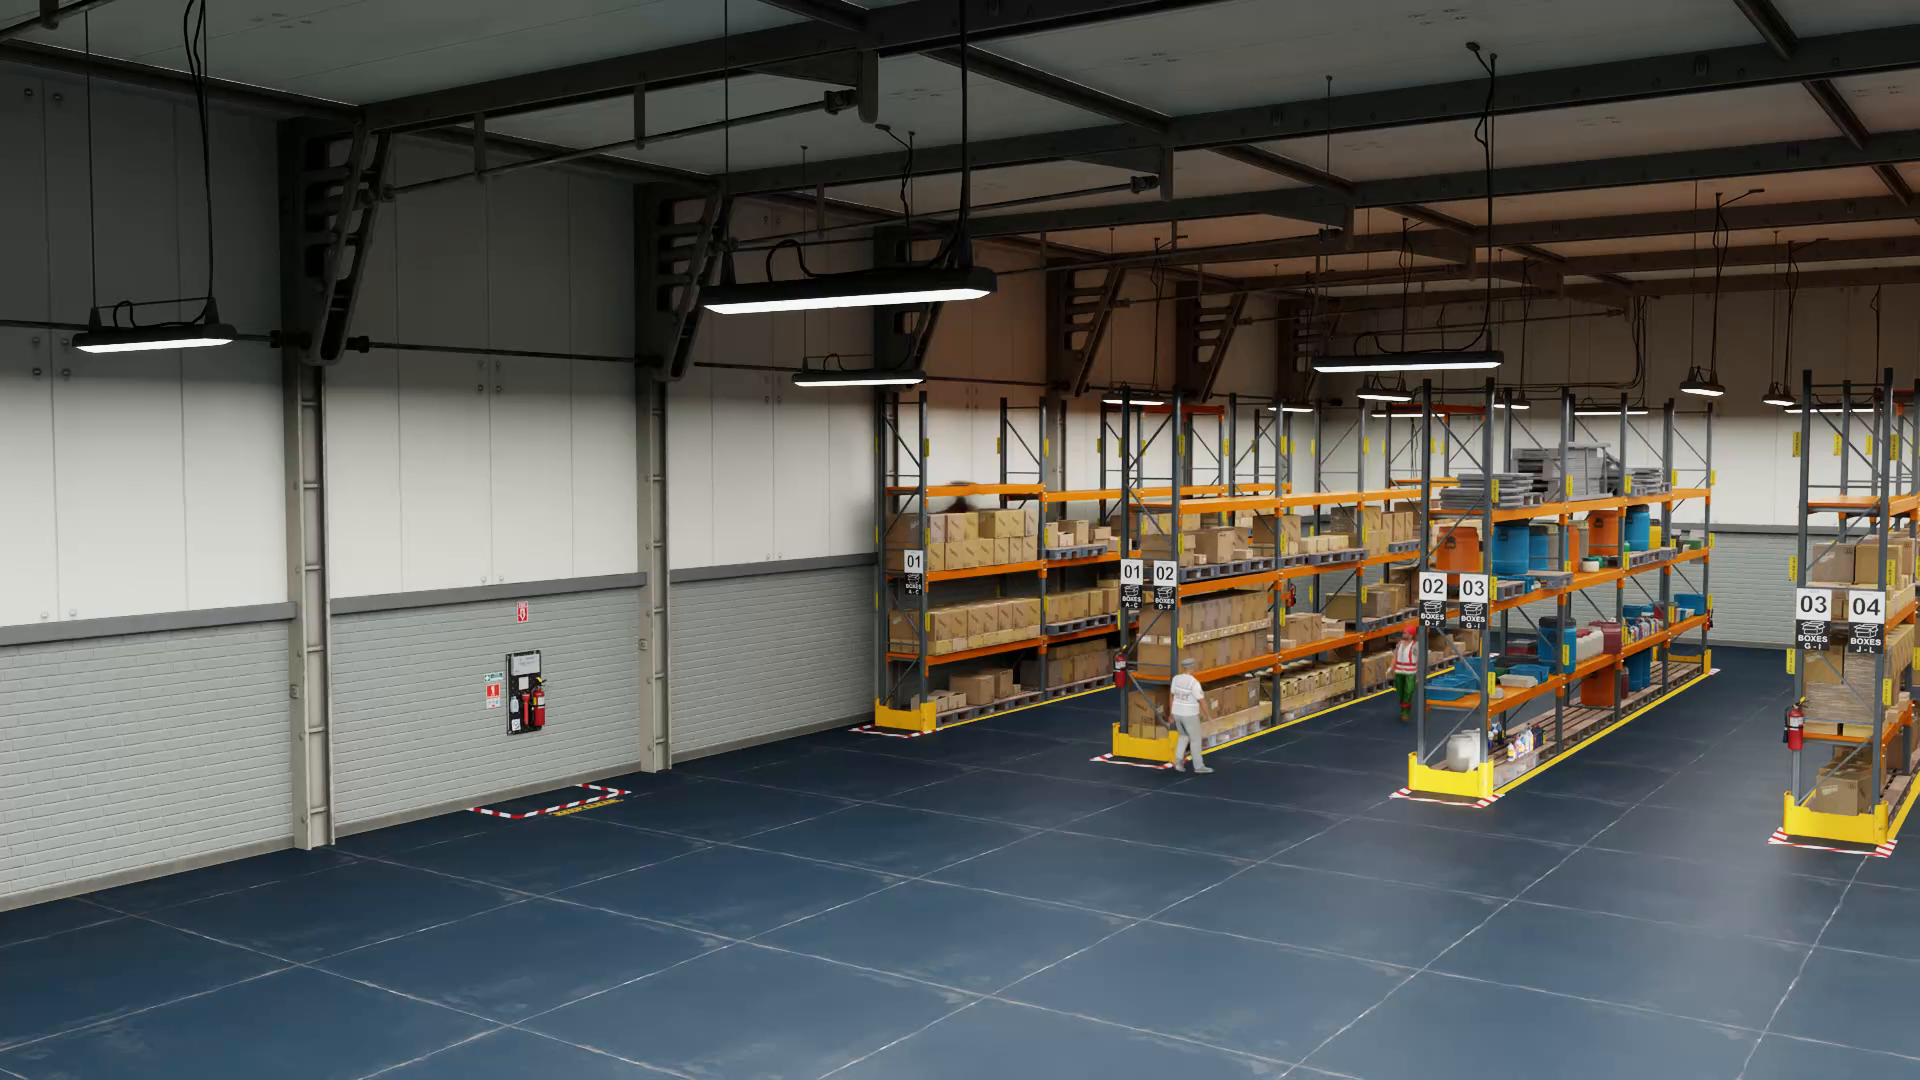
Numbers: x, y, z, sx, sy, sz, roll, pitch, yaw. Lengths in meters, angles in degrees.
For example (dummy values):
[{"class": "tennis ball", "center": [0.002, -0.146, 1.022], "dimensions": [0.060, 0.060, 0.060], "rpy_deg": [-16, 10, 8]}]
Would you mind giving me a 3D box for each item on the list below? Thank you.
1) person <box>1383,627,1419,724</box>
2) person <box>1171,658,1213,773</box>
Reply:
[{"class": "person", "center": [8.104, 2.460, 30.362], "dimensions": [0.697, 1.758, 0.940], "rpy_deg": [2, 4, 28]}, {"class": "person", "center": [3.565, 2.729, 25.552], "dimensions": [0.543, 1.828, 0.692], "rpy_deg": [-2, 4, -29]}]
